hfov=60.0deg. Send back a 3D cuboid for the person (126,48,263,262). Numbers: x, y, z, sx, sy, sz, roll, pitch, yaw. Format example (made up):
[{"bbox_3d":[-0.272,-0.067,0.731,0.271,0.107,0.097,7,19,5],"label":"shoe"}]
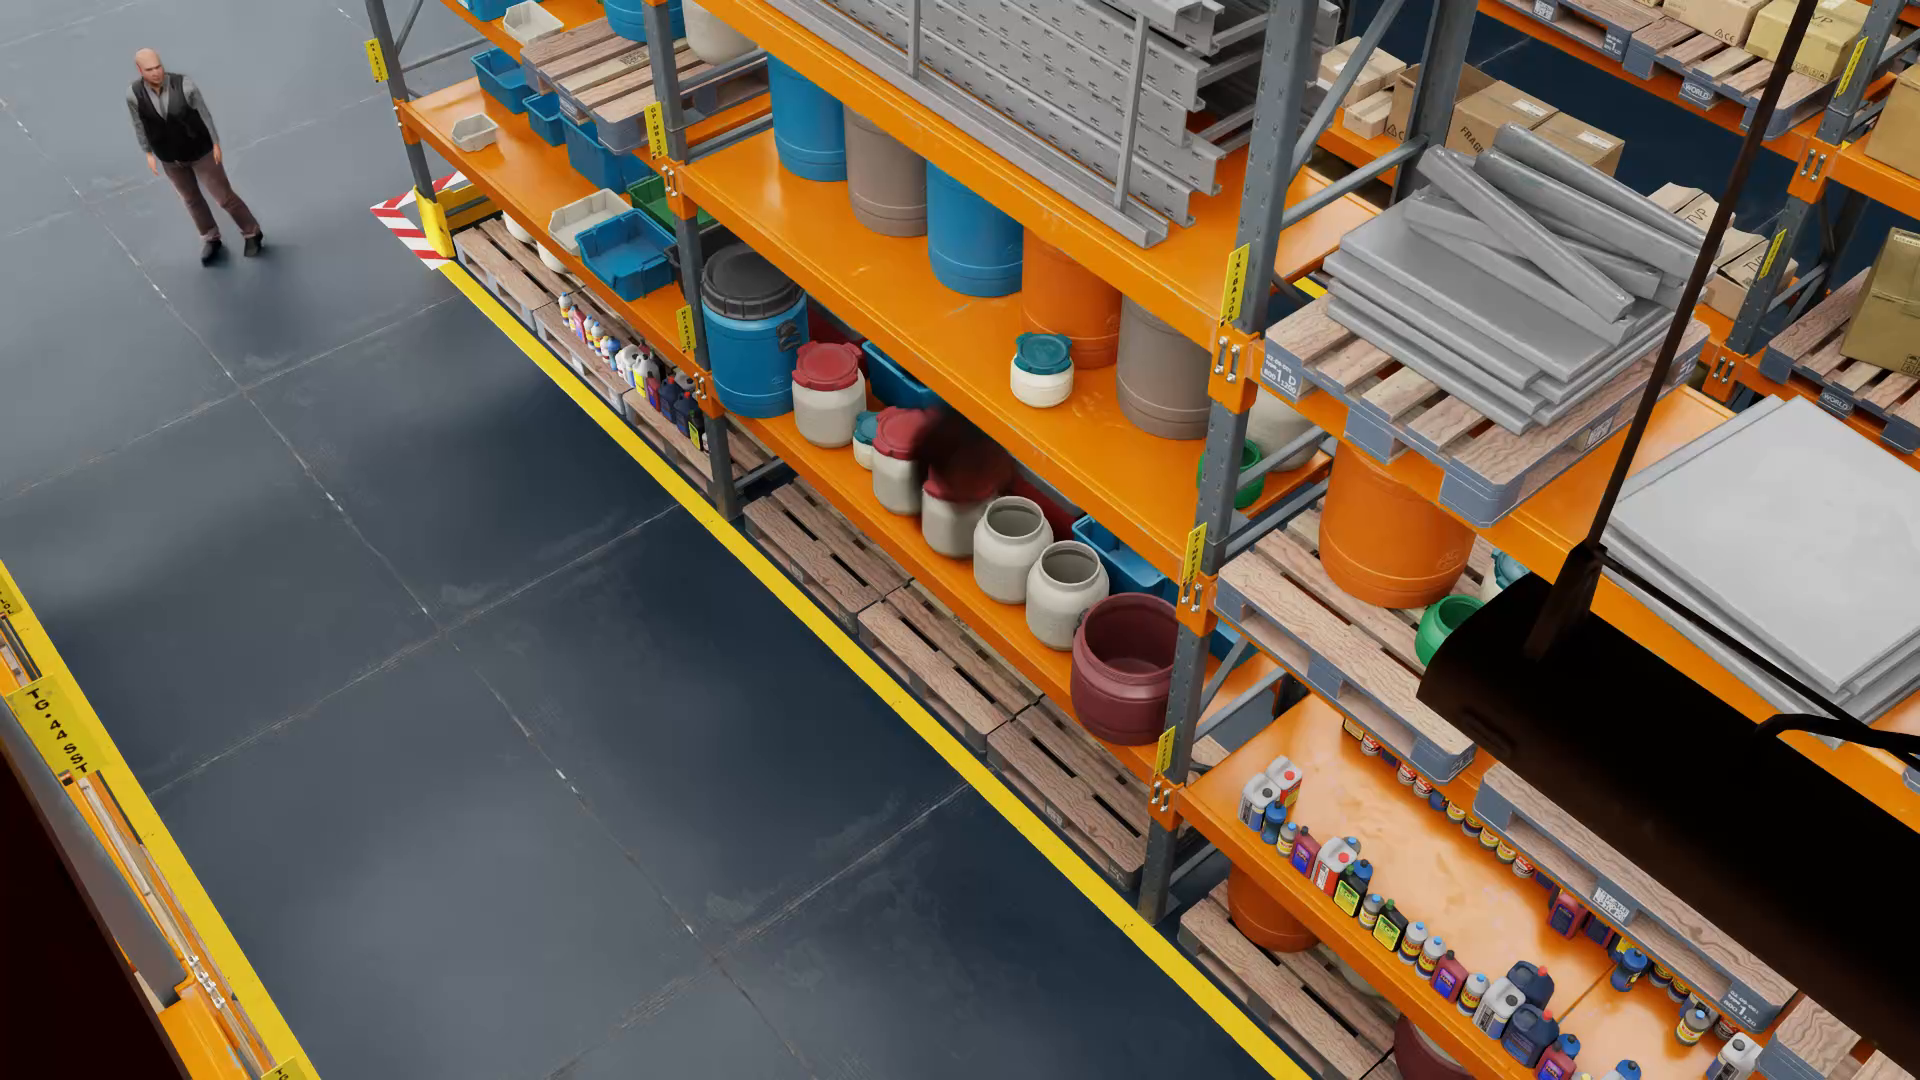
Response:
[{"bbox_3d":[-5.841,-2.894,12.569,0.604,1.763,0.414,2,47,2],"label":"person"}]
